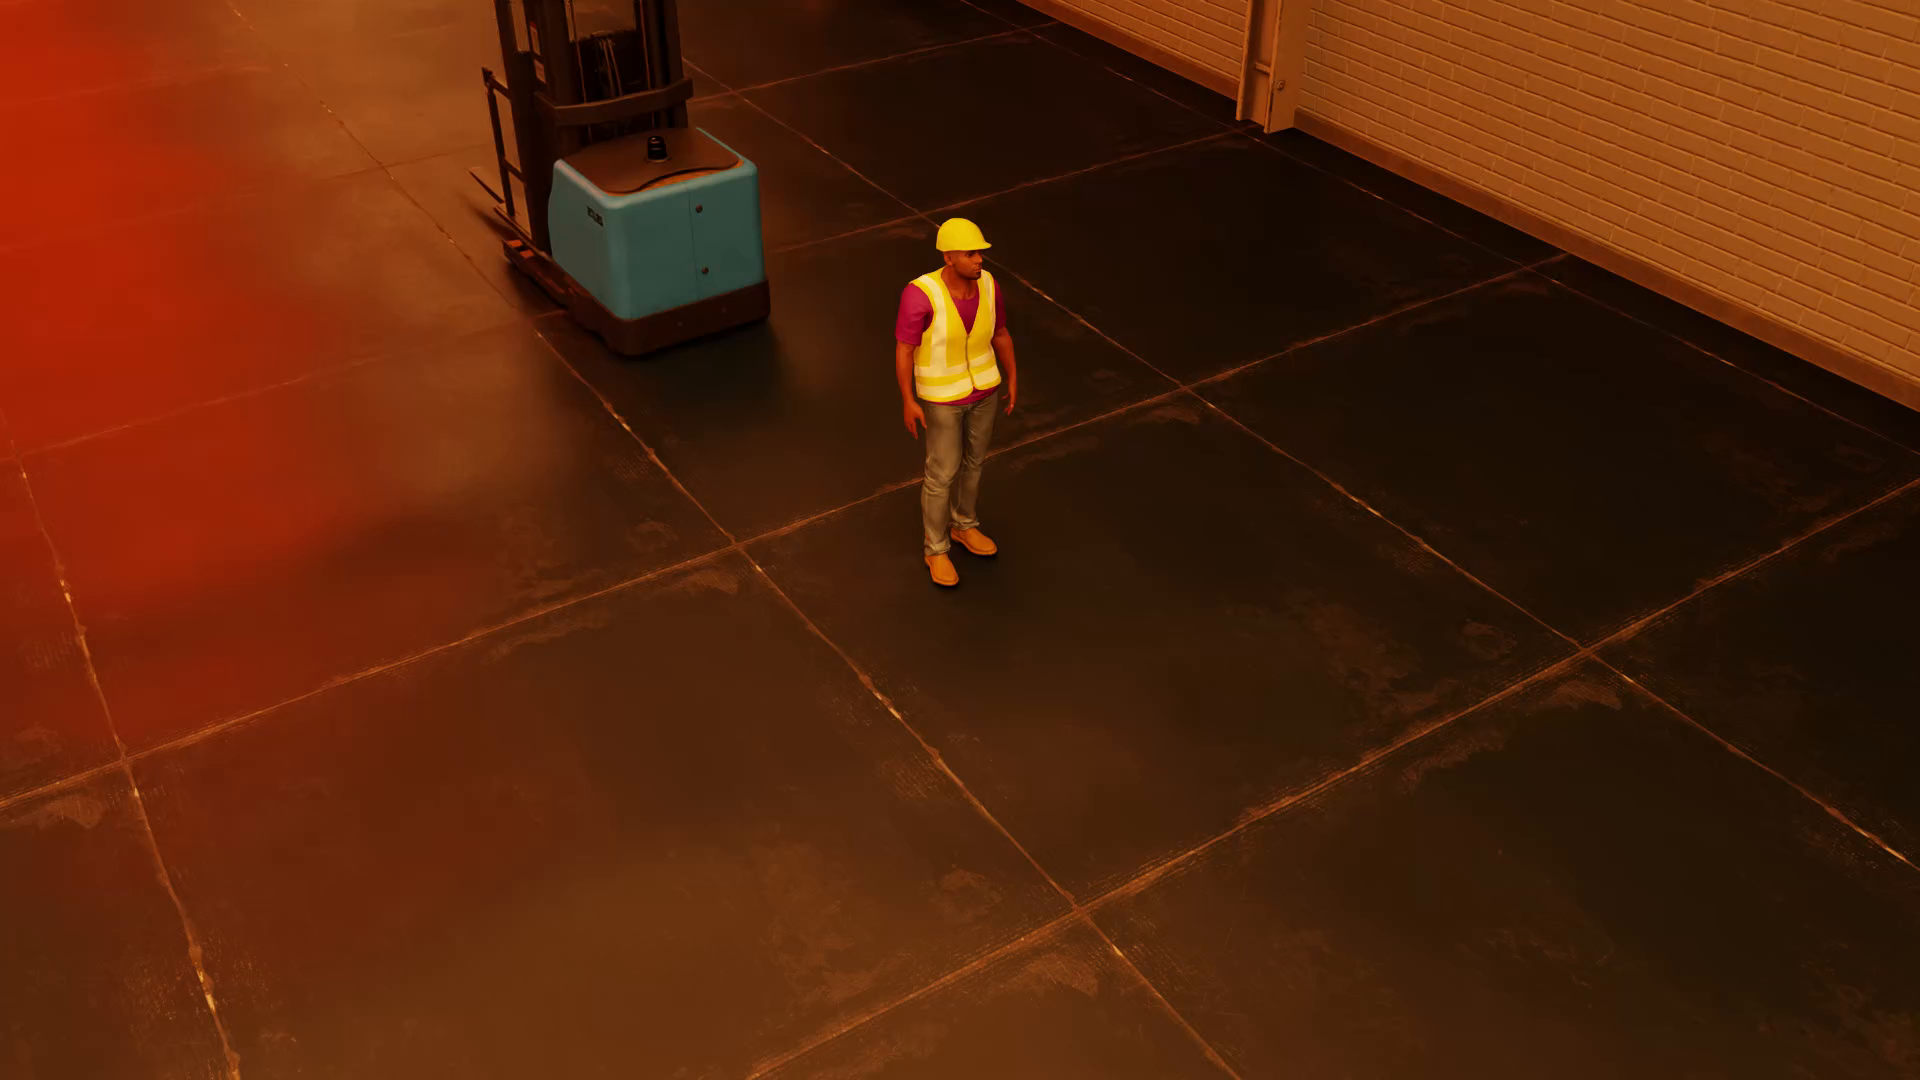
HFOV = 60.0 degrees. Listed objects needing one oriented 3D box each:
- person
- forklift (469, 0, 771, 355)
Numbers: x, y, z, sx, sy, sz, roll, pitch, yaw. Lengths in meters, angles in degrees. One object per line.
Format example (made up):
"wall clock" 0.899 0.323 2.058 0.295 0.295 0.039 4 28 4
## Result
"person" 0.033 -0.693 8.134 0.665 1.768 0.575 -21 40 -27
"forklift" -2.462 -3.133 10.606 1.130 2.935 3.031 -22 40 -28
